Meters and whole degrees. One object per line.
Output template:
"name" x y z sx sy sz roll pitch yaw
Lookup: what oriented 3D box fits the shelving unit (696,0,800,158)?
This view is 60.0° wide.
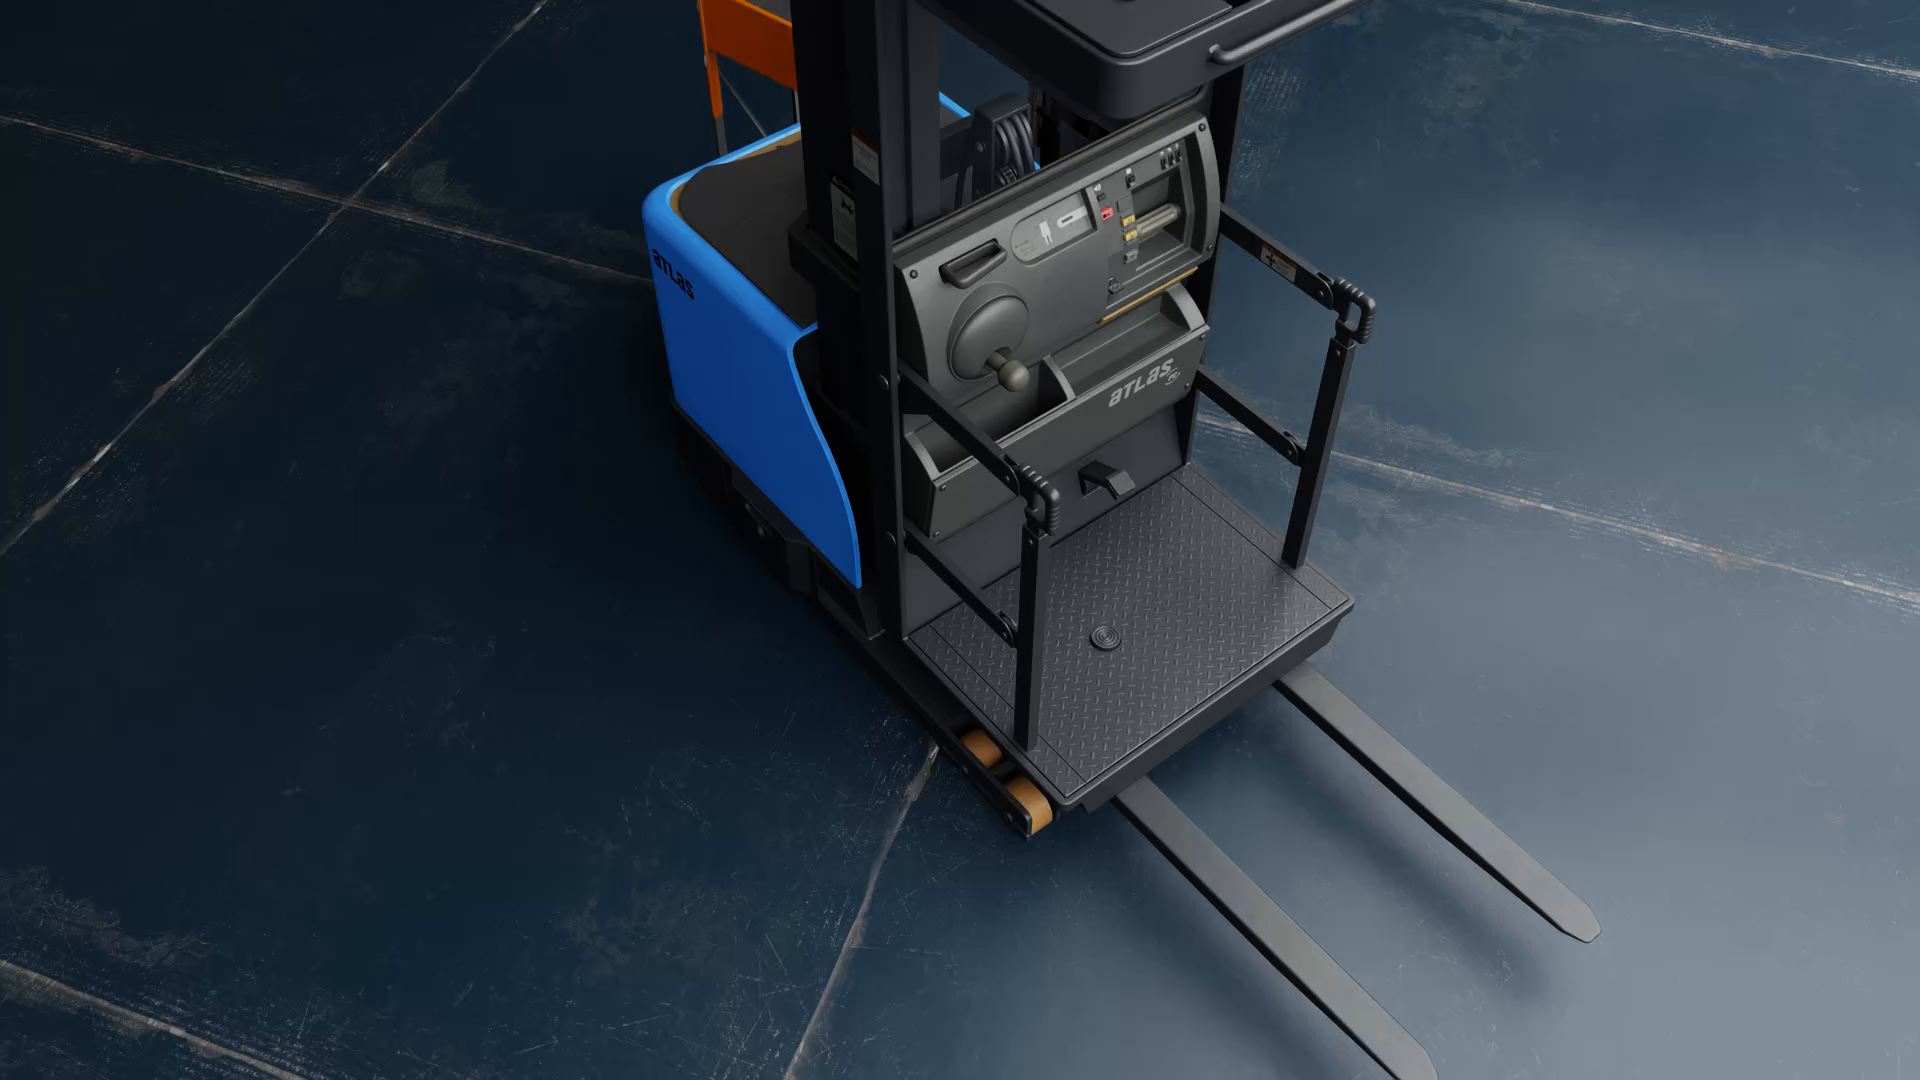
"shelving unit" -0.488 -1.559 5.209 0.503 2.100 0.431 32 56 25

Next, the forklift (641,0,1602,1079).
"forklift" 0.391 -0.587 3.820 1.130 2.935 3.031 -31 56 -24

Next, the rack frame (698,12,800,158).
"rack frame" -0.676 -1.675 5.311 0.015 2.100 0.400 32 56 25

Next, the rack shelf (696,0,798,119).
"rack shelf" -0.488 -1.550 5.219 0.480 0.518 0.431 32 56 25
